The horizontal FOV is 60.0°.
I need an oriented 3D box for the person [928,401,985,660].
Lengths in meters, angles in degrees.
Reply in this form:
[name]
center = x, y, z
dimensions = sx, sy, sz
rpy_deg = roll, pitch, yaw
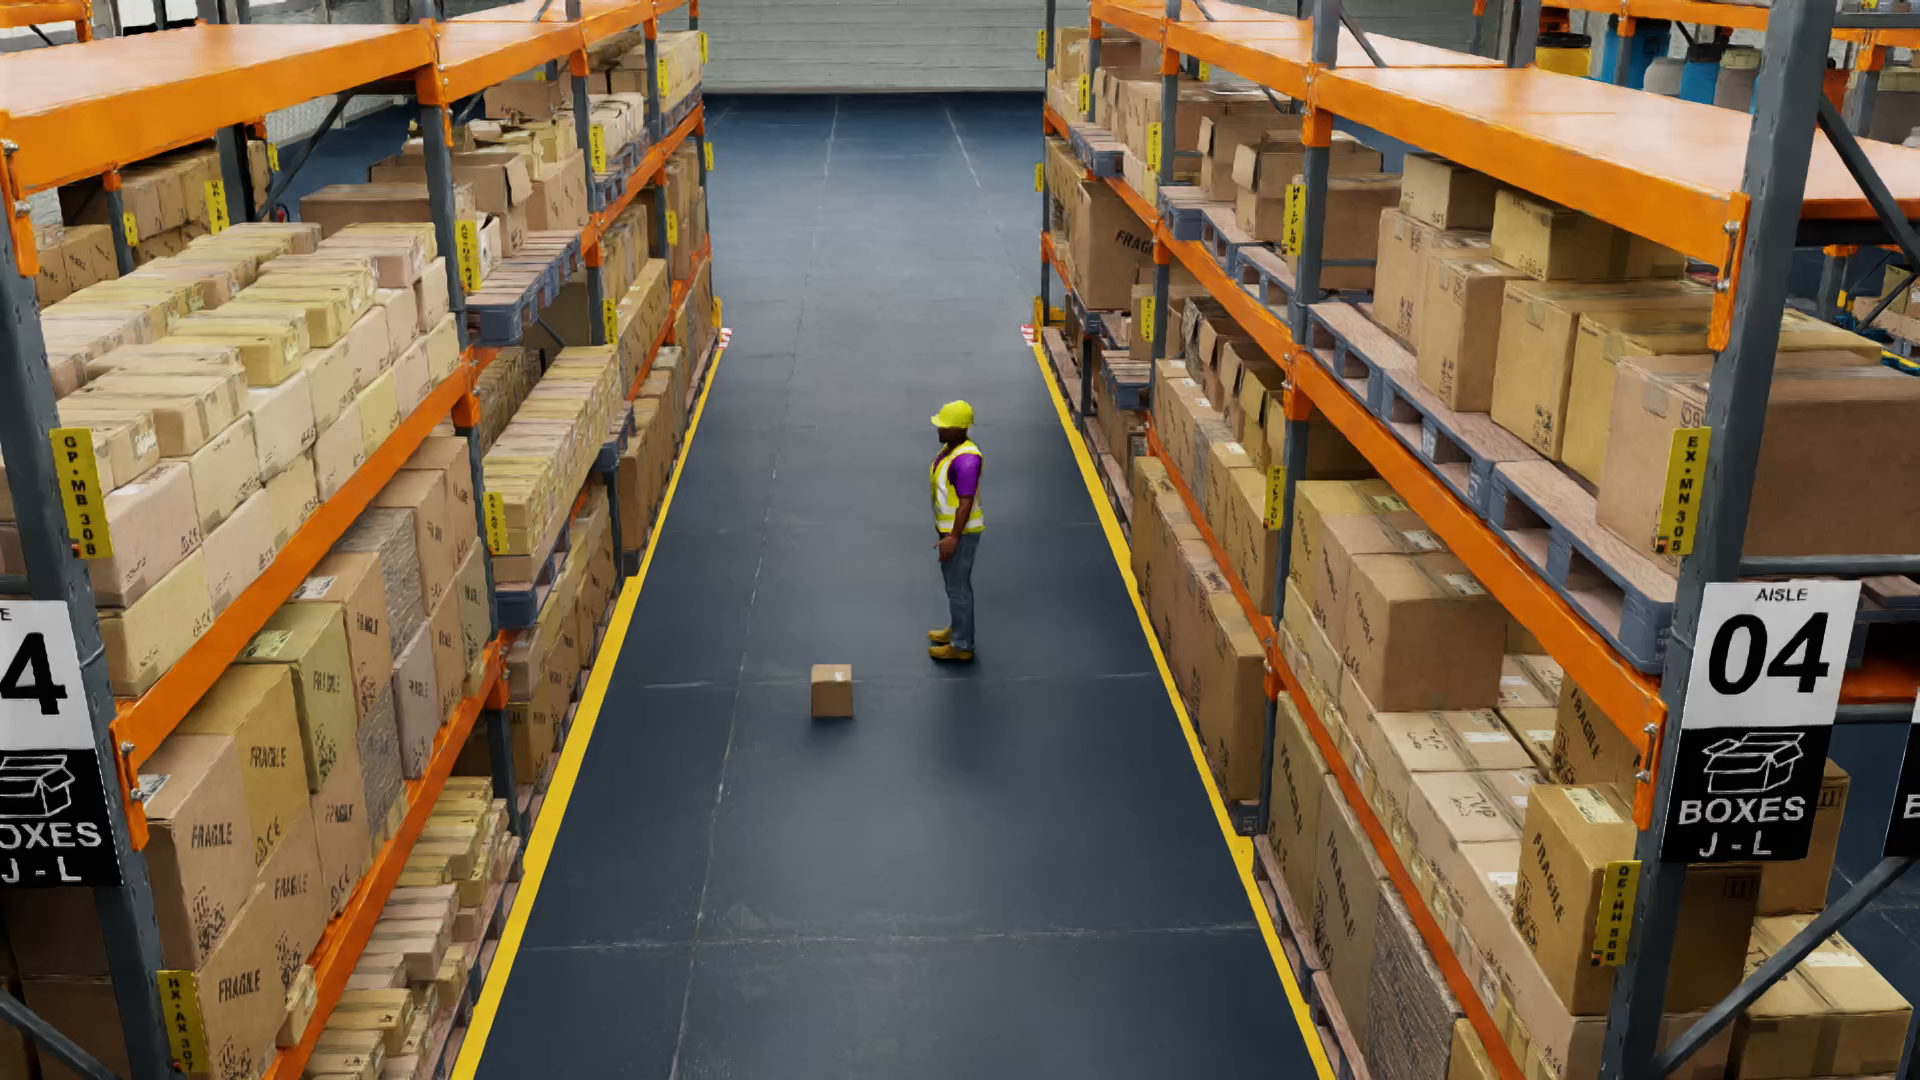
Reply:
[person]
center = -0.040, -0.071, 11.161
dimensions = 0.385, 1.772, 0.627
rpy_deg = -3, 20, -8
